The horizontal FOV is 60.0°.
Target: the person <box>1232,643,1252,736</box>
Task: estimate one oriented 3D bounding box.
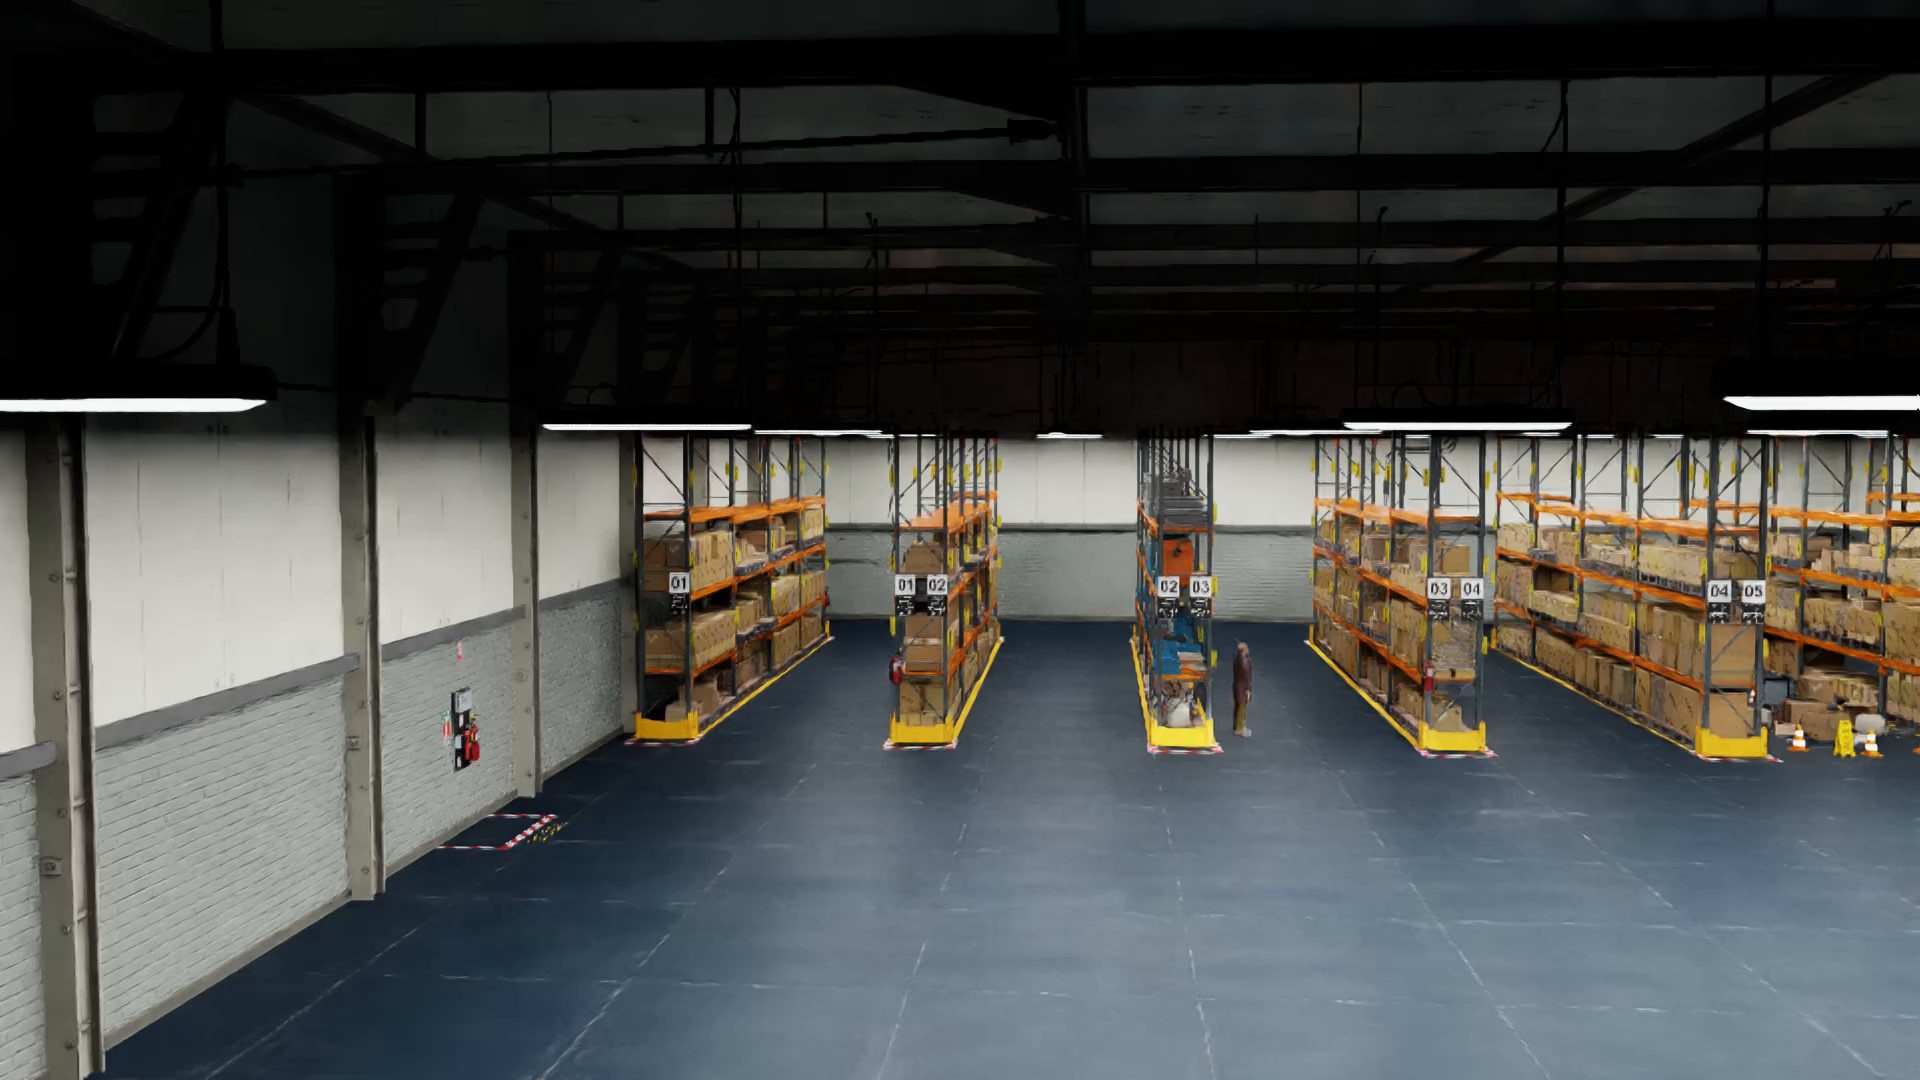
[{"bbox_3d":[5.488,2.872,32.240,0.442,1.784,0.686,-1,3,-11],"label":"person"}]

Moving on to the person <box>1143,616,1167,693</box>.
[{"bbox_3d":[4.237,2.484,36.123,0.573,1.665,0.589,1,4,17],"label":"person"}]

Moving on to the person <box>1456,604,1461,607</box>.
[{"bbox_3d":[14.966,1.888,49.280,0.509,1.769,0.723,-2,4,-25],"label":"person"}]
